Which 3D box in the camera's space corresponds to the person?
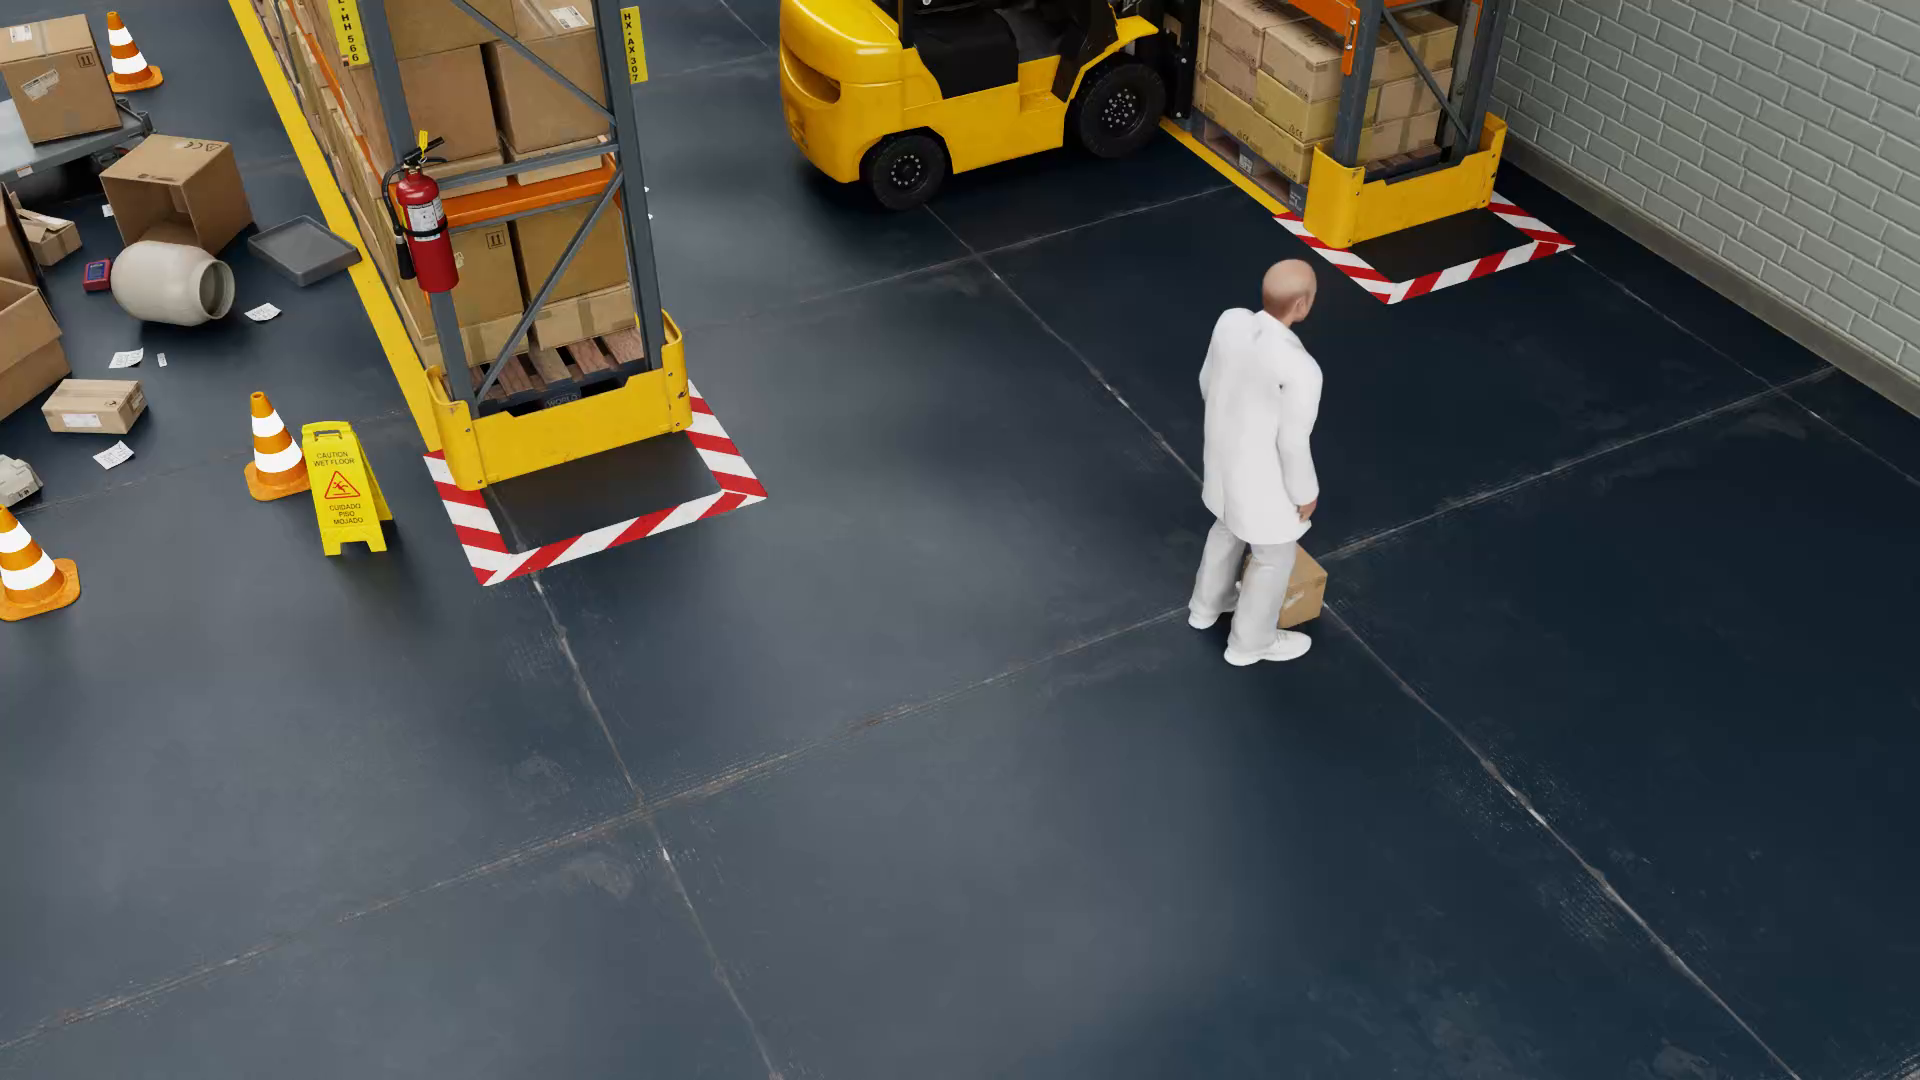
[{"bbox_3d":[1.167,-0.298,6.516,0.427,1.774,0.625,-20,45,-22],"label":"person"}]
